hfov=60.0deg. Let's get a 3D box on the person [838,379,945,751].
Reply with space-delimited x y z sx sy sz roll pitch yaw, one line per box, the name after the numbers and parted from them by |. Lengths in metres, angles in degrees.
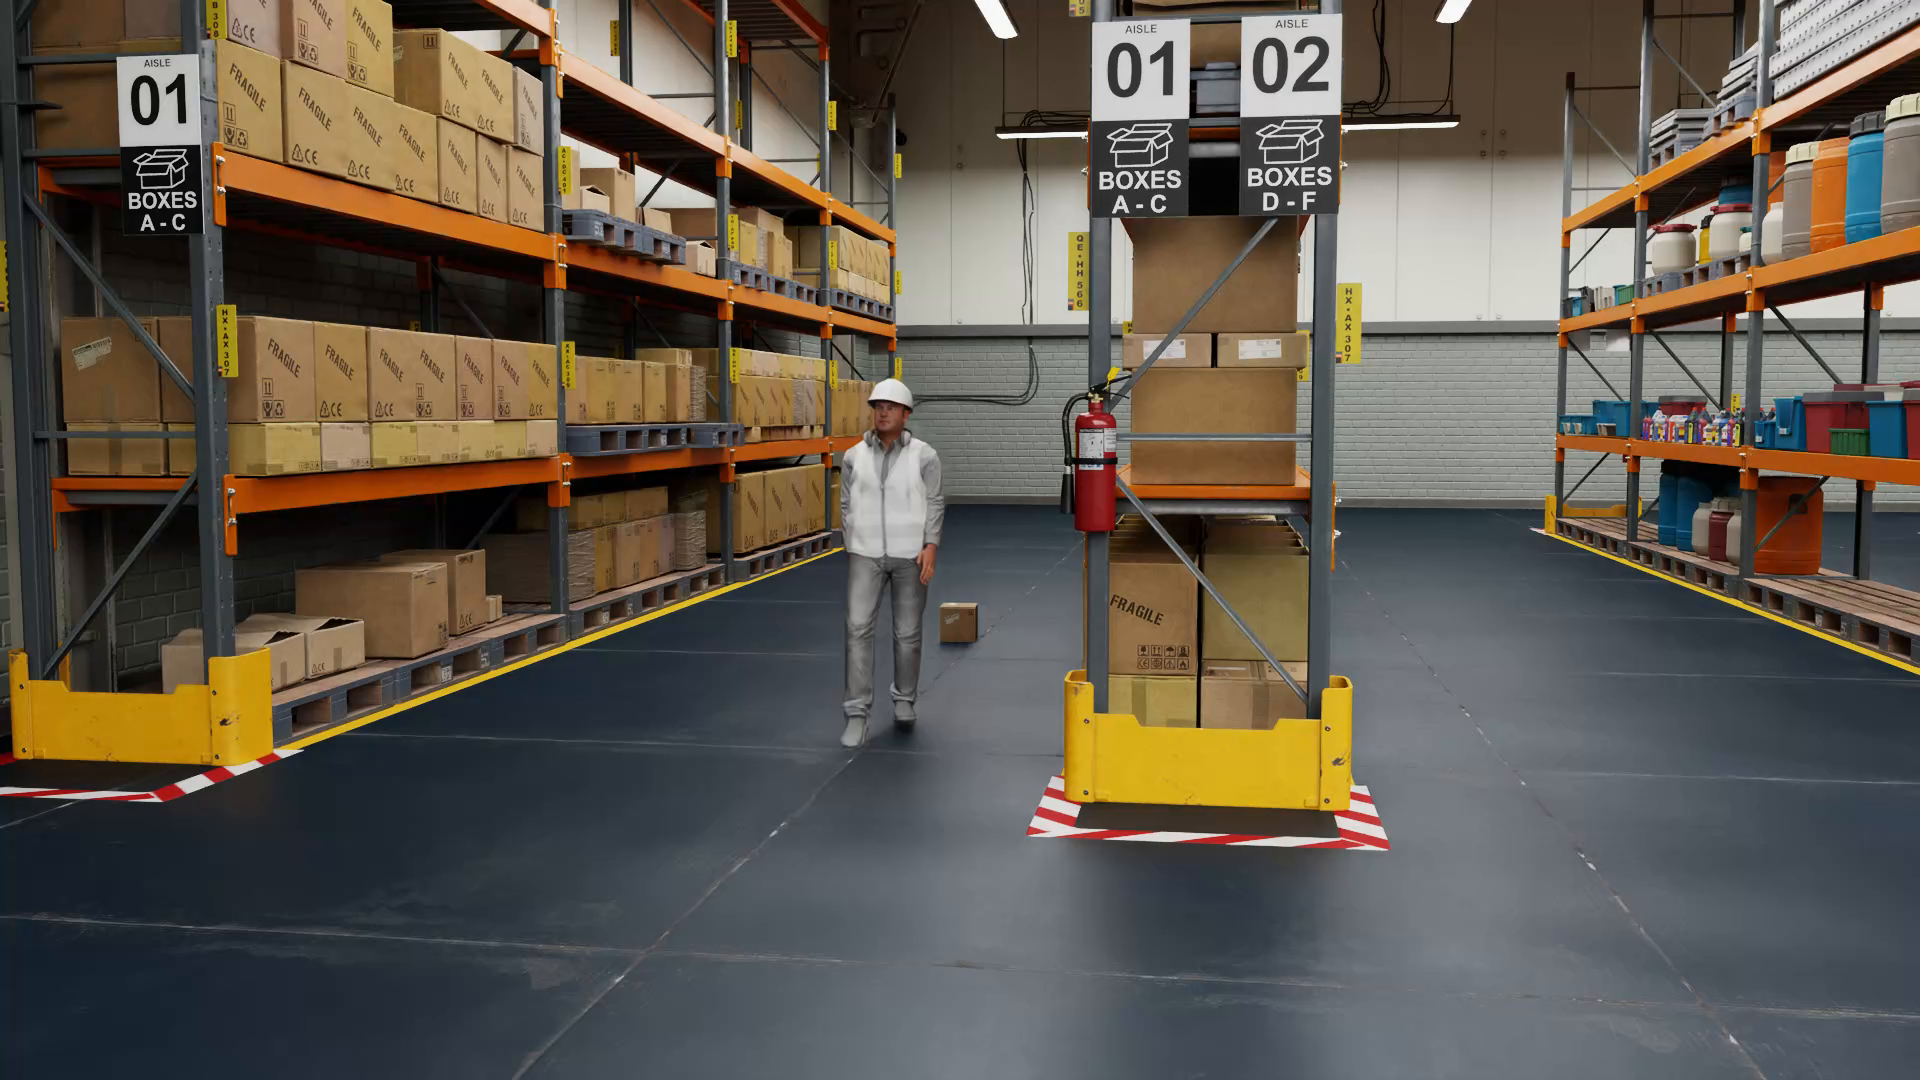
-0.352 0.093 8.254 0.549 1.785 0.811 0 4 5 | person
